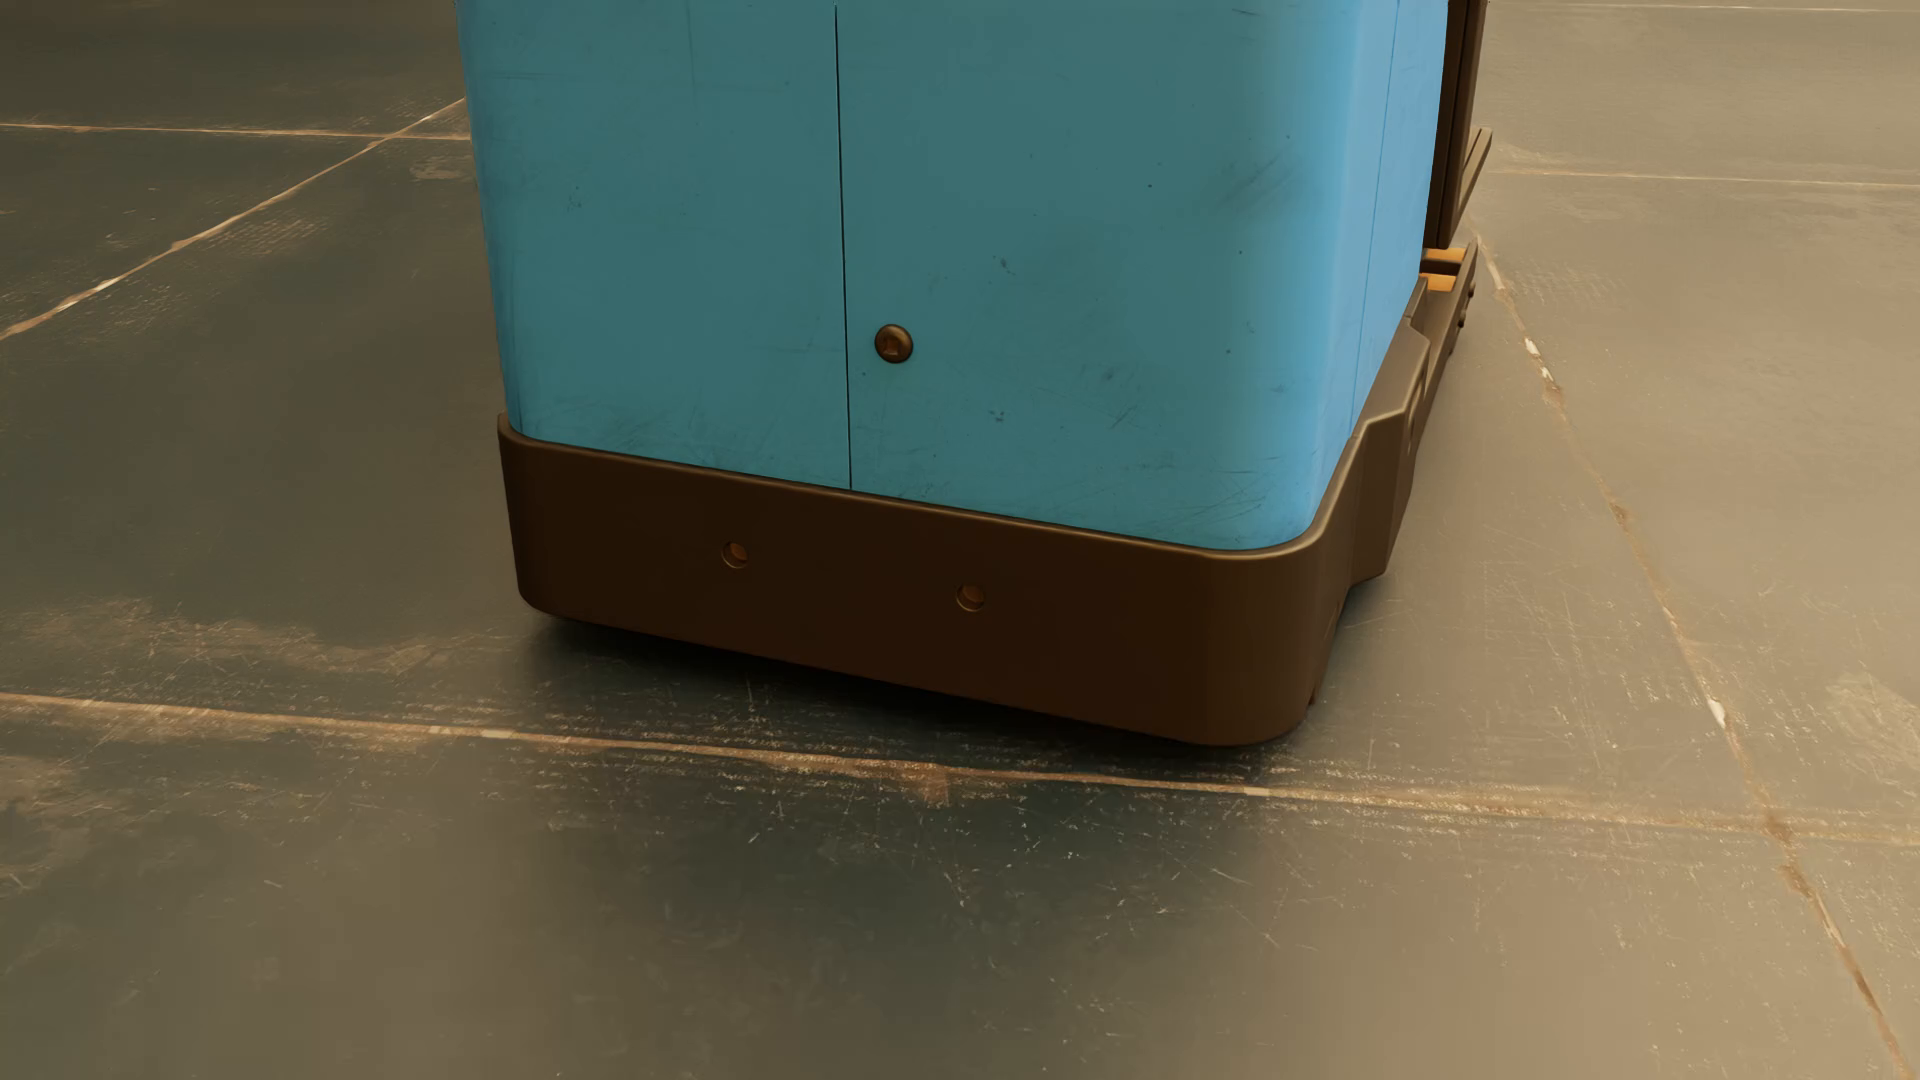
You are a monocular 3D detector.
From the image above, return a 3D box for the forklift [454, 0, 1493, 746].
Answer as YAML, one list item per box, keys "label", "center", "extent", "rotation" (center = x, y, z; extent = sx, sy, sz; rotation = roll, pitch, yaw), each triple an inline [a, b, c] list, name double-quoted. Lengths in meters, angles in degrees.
- label: "forklift"
  center: [0.406, -1.715, 2.655]
  extent: [1.130, 2.935, 3.031]
  rotation: [10, 28, 18]
